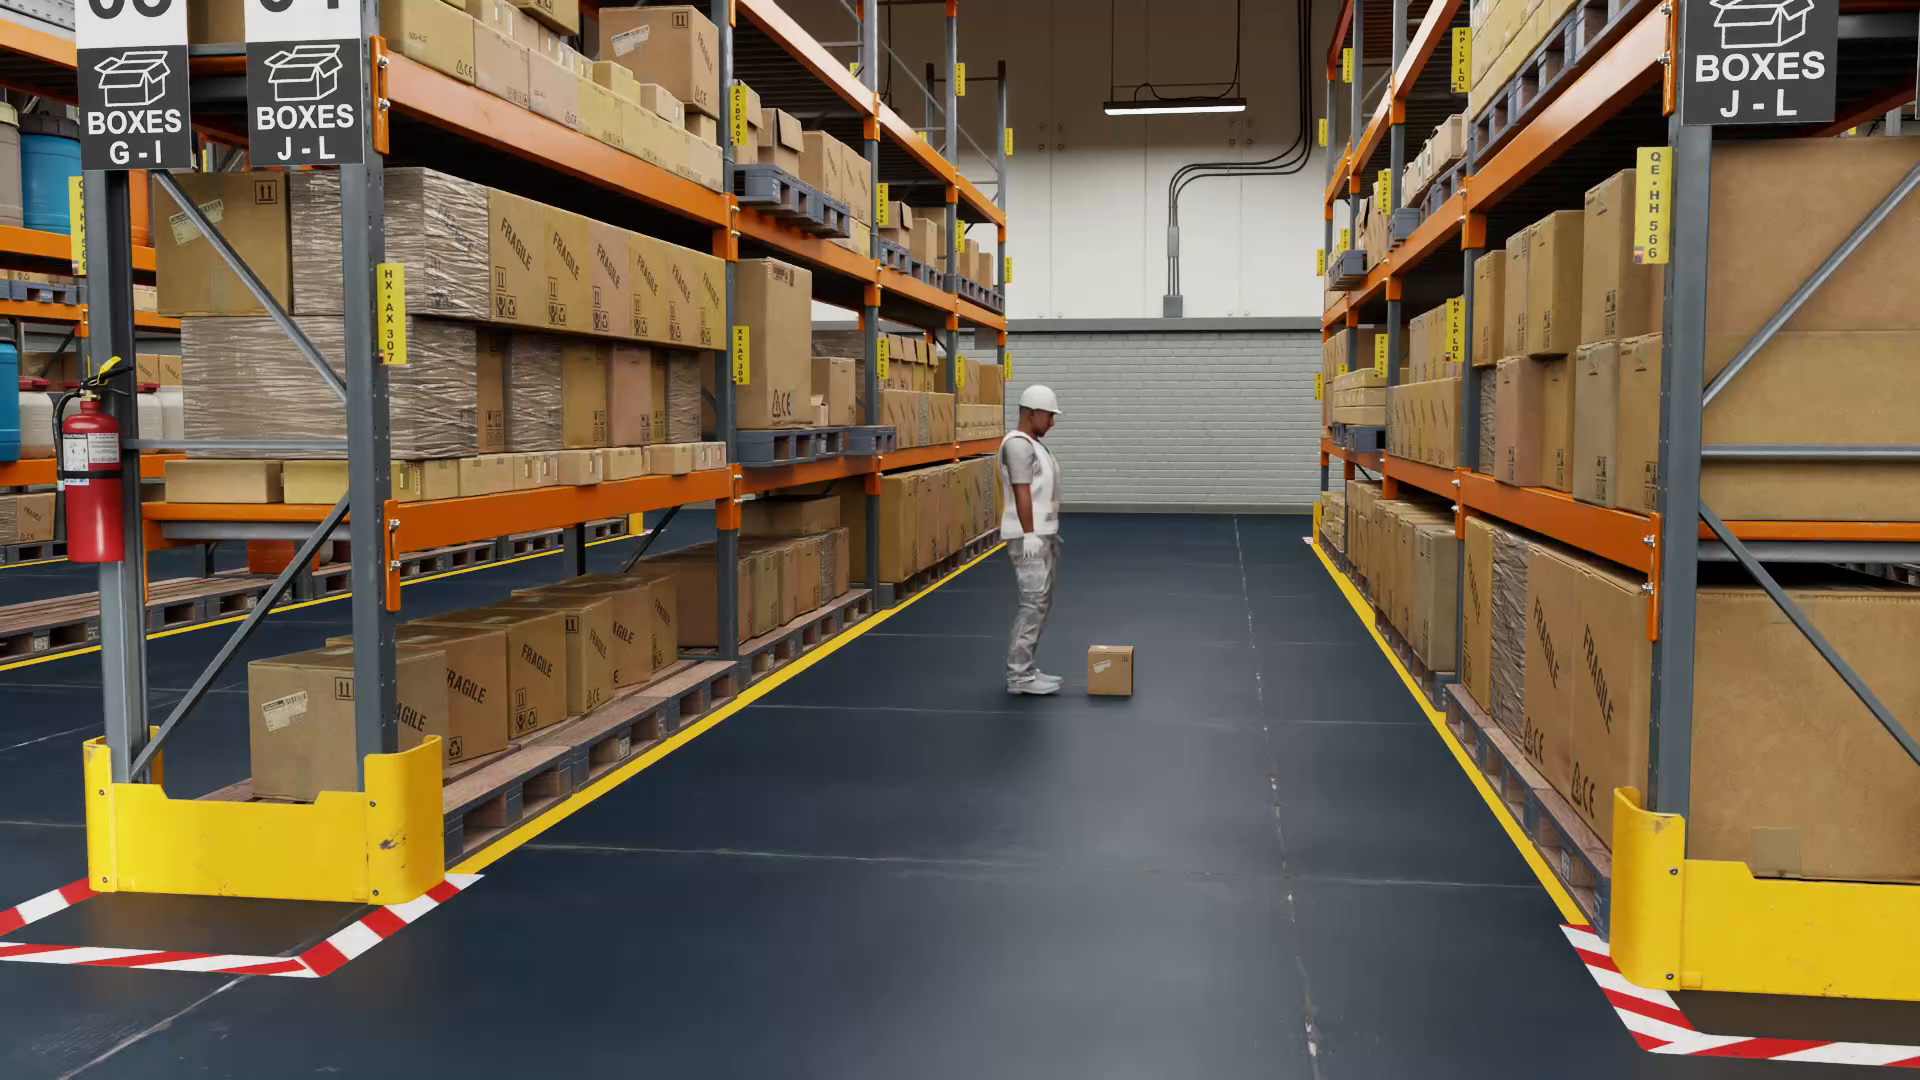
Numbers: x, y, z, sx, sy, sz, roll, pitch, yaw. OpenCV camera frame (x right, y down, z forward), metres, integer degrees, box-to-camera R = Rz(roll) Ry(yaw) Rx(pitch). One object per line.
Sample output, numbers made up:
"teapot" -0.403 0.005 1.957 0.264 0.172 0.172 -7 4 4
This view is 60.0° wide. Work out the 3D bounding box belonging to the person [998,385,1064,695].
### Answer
"person" 0.418 -0.011 9.658 0.370 1.772 0.551 1 4 10
